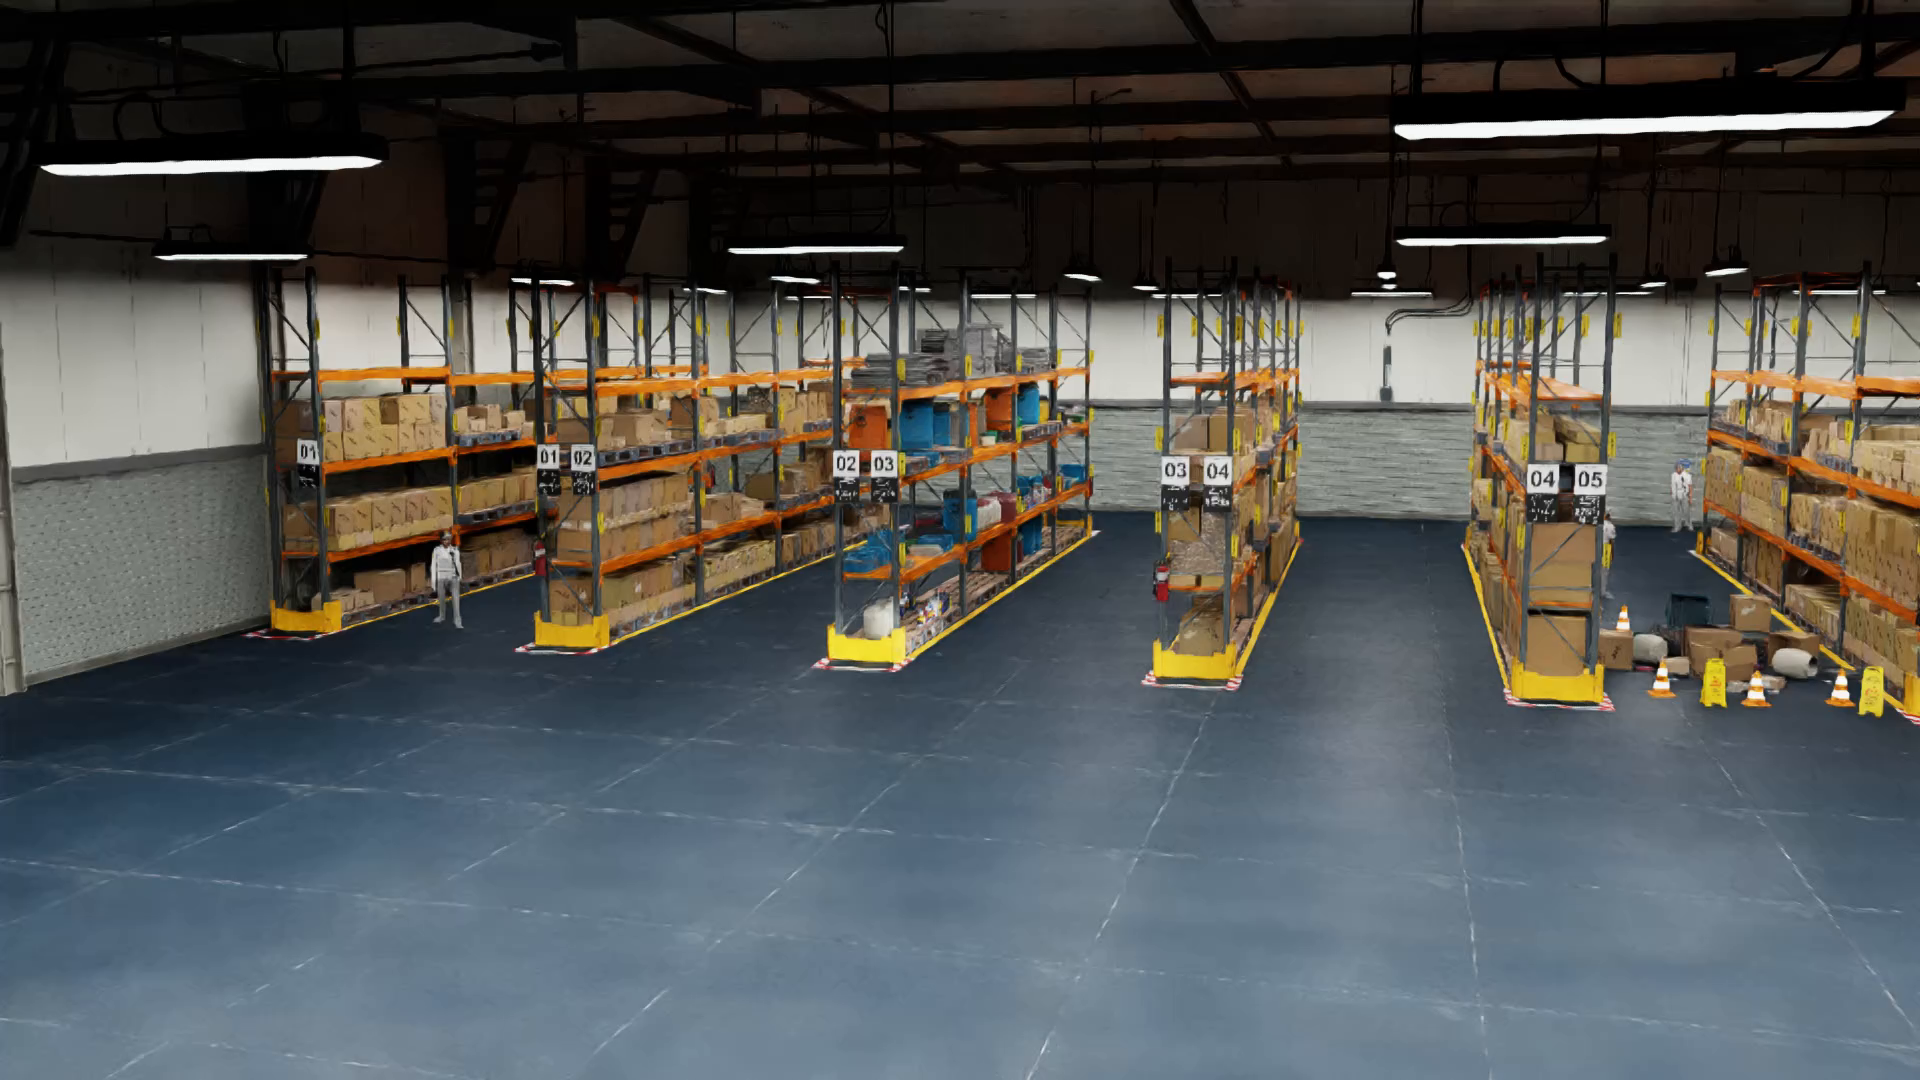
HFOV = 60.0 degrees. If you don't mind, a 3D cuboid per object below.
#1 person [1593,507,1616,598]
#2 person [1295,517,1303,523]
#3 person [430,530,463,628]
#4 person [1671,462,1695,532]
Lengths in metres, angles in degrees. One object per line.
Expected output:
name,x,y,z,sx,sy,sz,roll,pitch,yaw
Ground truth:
person,12.063,0.222,31.104,0.416,1.678,0.507,-2,8,-17
person,8.362,-1.269,42.648,0.772,1.718,0.589,-5,9,-35
person,-8.638,0.641,27.945,0.543,1.645,0.912,-2,7,-12
person,17.886,-1.077,41.147,0.583,1.743,0.595,-6,9,-39
